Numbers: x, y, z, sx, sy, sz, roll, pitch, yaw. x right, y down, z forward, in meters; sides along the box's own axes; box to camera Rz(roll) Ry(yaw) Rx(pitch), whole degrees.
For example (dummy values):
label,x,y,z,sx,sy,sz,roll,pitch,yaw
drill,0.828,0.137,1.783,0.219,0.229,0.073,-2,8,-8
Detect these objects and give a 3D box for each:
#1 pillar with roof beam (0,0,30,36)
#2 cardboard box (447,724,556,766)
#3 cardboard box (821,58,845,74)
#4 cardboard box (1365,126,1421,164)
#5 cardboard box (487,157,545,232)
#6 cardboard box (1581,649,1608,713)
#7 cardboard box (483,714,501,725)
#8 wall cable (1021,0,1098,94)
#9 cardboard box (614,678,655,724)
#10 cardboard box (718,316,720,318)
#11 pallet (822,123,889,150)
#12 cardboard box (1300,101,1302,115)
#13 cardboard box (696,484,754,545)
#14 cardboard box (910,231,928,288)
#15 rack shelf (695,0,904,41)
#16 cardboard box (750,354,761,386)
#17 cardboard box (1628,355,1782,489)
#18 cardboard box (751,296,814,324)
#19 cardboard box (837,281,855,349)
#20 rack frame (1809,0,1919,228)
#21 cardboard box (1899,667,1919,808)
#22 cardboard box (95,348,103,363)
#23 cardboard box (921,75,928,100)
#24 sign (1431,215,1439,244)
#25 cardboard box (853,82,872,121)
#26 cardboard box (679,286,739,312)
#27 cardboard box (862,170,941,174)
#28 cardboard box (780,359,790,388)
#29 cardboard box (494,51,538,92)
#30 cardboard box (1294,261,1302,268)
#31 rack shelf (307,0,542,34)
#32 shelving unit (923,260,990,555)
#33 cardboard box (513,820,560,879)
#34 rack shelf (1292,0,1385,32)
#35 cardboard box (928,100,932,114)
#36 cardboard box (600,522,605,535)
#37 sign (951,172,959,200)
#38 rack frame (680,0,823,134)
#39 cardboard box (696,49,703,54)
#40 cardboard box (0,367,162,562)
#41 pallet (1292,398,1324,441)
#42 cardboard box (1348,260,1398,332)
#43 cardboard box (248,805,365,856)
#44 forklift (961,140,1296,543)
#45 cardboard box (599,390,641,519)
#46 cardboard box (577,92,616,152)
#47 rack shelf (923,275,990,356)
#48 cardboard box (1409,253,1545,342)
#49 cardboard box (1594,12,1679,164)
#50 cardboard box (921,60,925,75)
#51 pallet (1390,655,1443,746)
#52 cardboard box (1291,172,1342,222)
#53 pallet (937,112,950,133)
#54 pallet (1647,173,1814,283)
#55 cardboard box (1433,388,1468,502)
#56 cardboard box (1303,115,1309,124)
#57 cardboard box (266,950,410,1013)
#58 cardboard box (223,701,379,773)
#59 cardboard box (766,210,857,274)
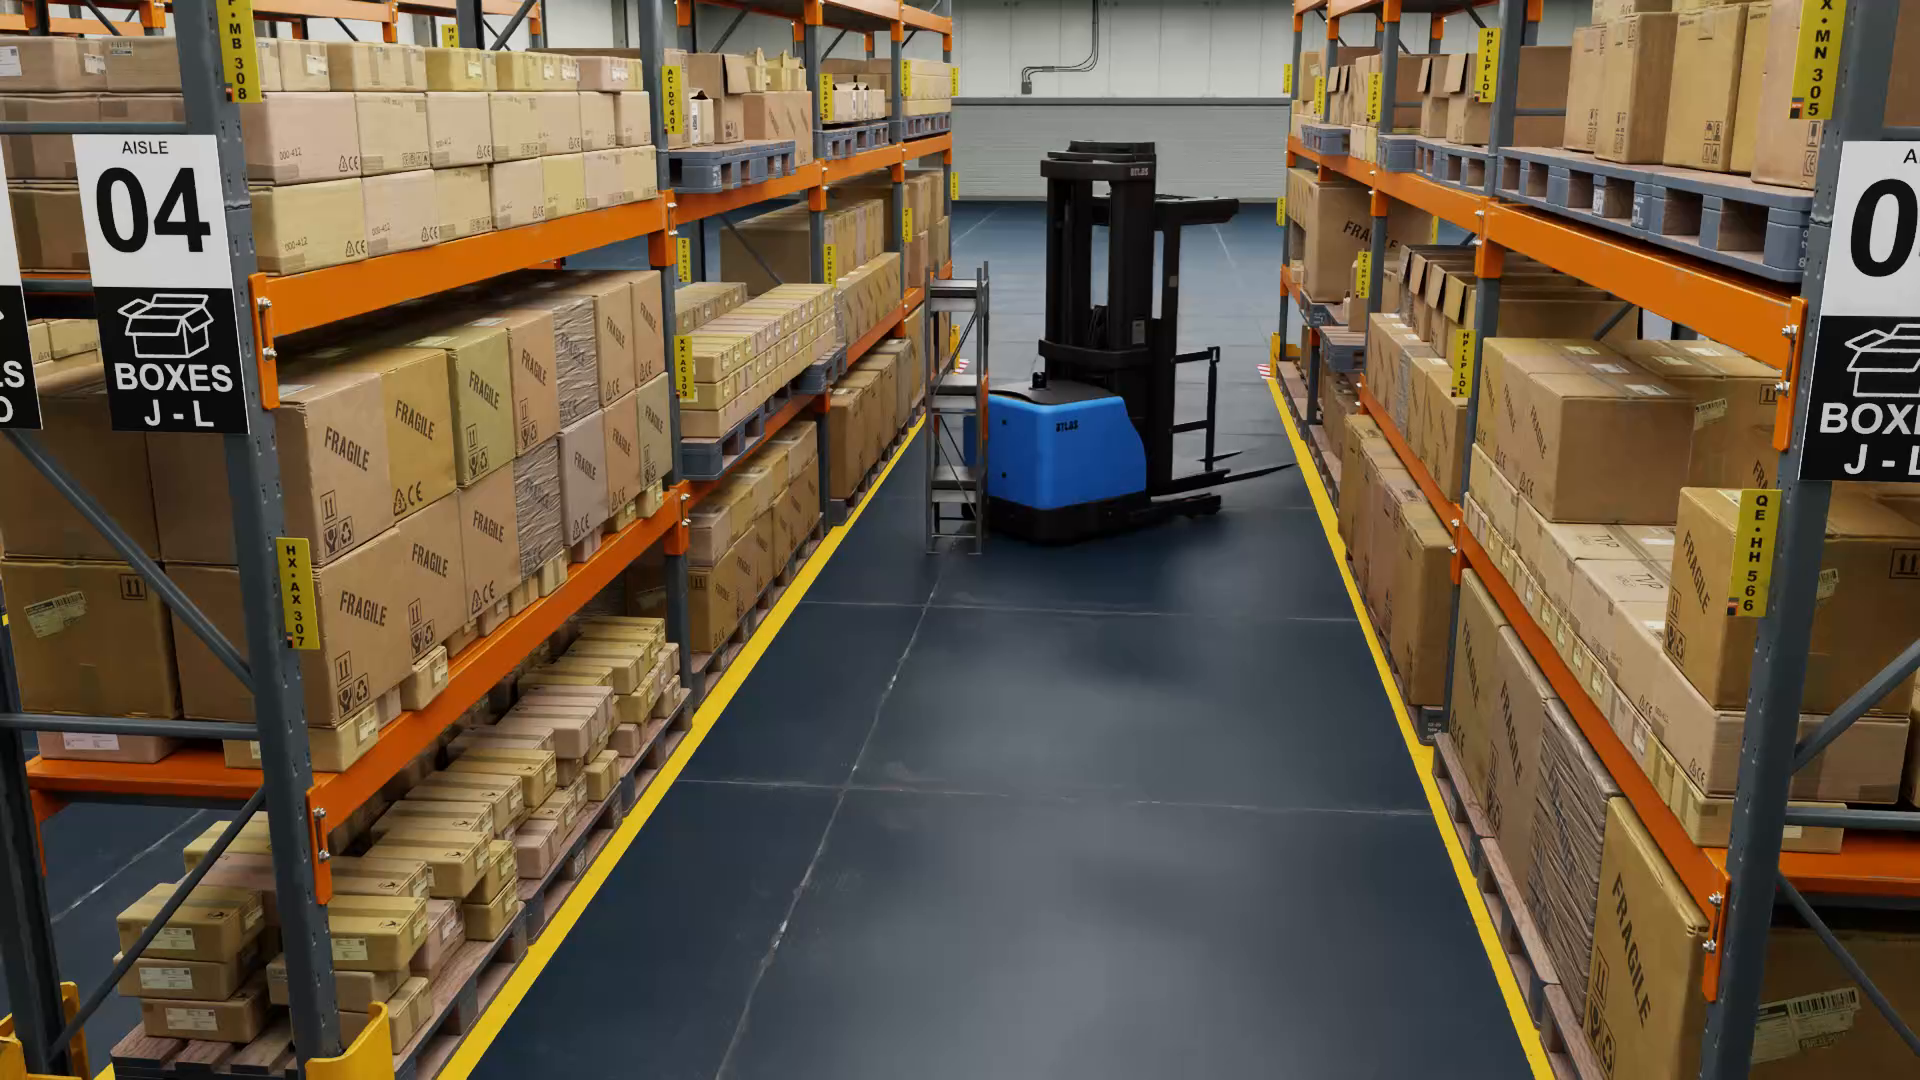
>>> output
label,x,y,z,sx,sy,sz,roll,pitch,yaw
pillar with roof beam,-7.164,-6.475,19.369,9.100,9.000,0.400,2,15,6
cardboard box,-1.952,0.905,7.086,0.380,0.149,0.250,2,15,6
cardboard box,-1.332,-4.625,16.229,0.380,0.149,0.250,2,15,6
cardboard box,3.219,-2.854,12.011,0.500,0.250,0.500,2,15,6
cardboard box,-1.928,-1.334,6.389,0.500,0.250,0.500,2,15,6
cardboard box,2.333,0.481,5.617,0.380,0.149,0.250,1,15,5
cardboard box,-2.337,0.905,7.657,0.380,0.149,0.250,2,15,9
wall cable,3.021,-16.466,49.801,2.305,6.003,0.169,2,15,6
cardboard box,-1.710,0.779,8.123,0.380,0.149,0.250,1,15,4
cardboard box,-1.817,-1.486,11.518,0.380,0.149,0.250,1,15,5
pallet,-1.111,-3.674,15.123,0.805,0.209,1.217,1,15,4
cardboard box,3.918,-4.724,18.164,0.380,0.149,0.250,2,15,9
cardboard box,-1.556,-0.163,10.066,0.500,0.250,0.500,2,15,8
cardboard box,-0.809,-3.006,17.745,0.875,0.550,0.550,2,15,6
rack shelf,-1.282,-4.395,13.819,1.077,0.370,4.000,2,15,6
cardboard box,-1.373,-0.998,9.714,0.380,0.149,0.250,1,15,4
cardboard box,3.111,-0.487,6.996,0.500,0.500,0.500,2,15,7
cardboard box,-1.194,-1.546,11.170,0.380,0.149,0.250,2,15,8
cardboard box,-1.135,-1.809,13.414,0.500,0.500,0.500,2,15,6
rack frame,2.506,-2.169,3.444,1.000,3.000,0.127,2,15,6
cardboard box,2.829,0.539,4.639,0.500,0.250,0.500,1,15,5
cardboard box,-6.279,-1.296,11.994,0.500,0.250,0.500,2,15,7
cardboard box,-0.611,-4.708,17.302,0.500,0.250,0.500,2,15,6
sign,4.412,-2.929,15.529,0.100,0.325,0.005,2,15,6
cardboard box,-1.036,-3.753,14.221,0.500,0.311,0.500,1,15,4
cardboard box,-1.780,-1.705,11.758,0.380,0.149,0.250,1,15,5
cardboard box,-0.686,-4.094,19.699,0.875,0.550,0.550,2,15,6
cardboard box,-1.284,-1.057,10.501,0.380,0.149,0.250,1,15,4
cardboard box,-1.852,-1.800,6.393,0.380,0.149,0.250,1,15,5
cardboard box,3.945,-3.041,18.641,0.380,0.149,0.250,2,15,6
rack shelf,-5.761,-5.743,18.046,1.077,0.370,4.000,2,15,6
shelving unit,-0.019,-0.971,12.229,0.431,2.100,0.503,2,15,6
cardboard box,-1.878,1.273,6.866,0.380,0.149,0.250,1,15,4
rack shelf,4.086,-5.451,16.967,1.077,0.370,4.000,2,15,6
cardboard box,-0.506,-4.614,17.719,0.380,0.149,0.250,2,15,7
cardboard box,-1.867,-0.078,7.686,0.380,0.149,0.250,1,15,5
sign,-0.068,-4.249,19.957,0.100,0.325,0.005,2,15,6
rack frame,-1.508,-4.416,11.755,1.000,3.000,0.127,2,15,6
cardboard box,-1.875,-3.088,10.932,0.396,0.266,0.258,2,15,6
cardboard box,-2.606,-0.246,5.148,0.500,0.500,0.500,1,15,5
pallet,3.901,-1.215,16.749,1.003,0.211,1.213,2,15,6
cardboard box,3.394,-1.888,12.901,0.700,0.500,0.500,4,16,15
cardboard box,-2.522,1.096,6.378,0.380,0.149,0.250,1,15,4
forklift,1.481,-1.679,13.257,3.031,2.935,1.130,-12,19,-37
cardboard box,-1.793,-0.406,7.656,0.500,0.500,0.500,1,15,5
cardboard box,-1.829,-1.838,7.296,0.500,0.250,0.500,1,15,4
rack shelf,-0.019,-1.633,12.050,0.431,0.518,0.480,2,15,6
cardboard box,3.234,-1.522,10.432,0.797,0.503,0.637,2,15,8
cardboard box,2.664,-1.582,5.833,0.700,0.500,0.500,2,15,9
cardboard box,-0.565,-4.869,17.134,0.380,0.149,0.250,2,15,7
pallet,2.970,0.833,9.176,1.003,0.211,1.213,2,15,6
cardboard box,3.860,-3.704,17.935,0.500,0.500,0.500,2,15,6
pallet,-0.679,-4.808,19.118,1.003,0.211,1.213,2,15,6
pallet,2.579,-0.871,4.560,1.003,0.211,1.213,2,15,6
cardboard box,2.739,-0.488,8.529,0.500,0.500,0.500,2,15,6
cardboard box,3.835,-4.284,17.298,0.500,0.250,0.500,2,15,8
cardboard box,-2.097,1.456,5.617,0.380,0.149,0.250,2,15,9
cardboard box,-2.048,0.602,5.172,0.380,0.149,0.250,2,15,6
cardboard box,-1.279,-2.564,14.291,0.700,0.500,0.500,2,15,6
